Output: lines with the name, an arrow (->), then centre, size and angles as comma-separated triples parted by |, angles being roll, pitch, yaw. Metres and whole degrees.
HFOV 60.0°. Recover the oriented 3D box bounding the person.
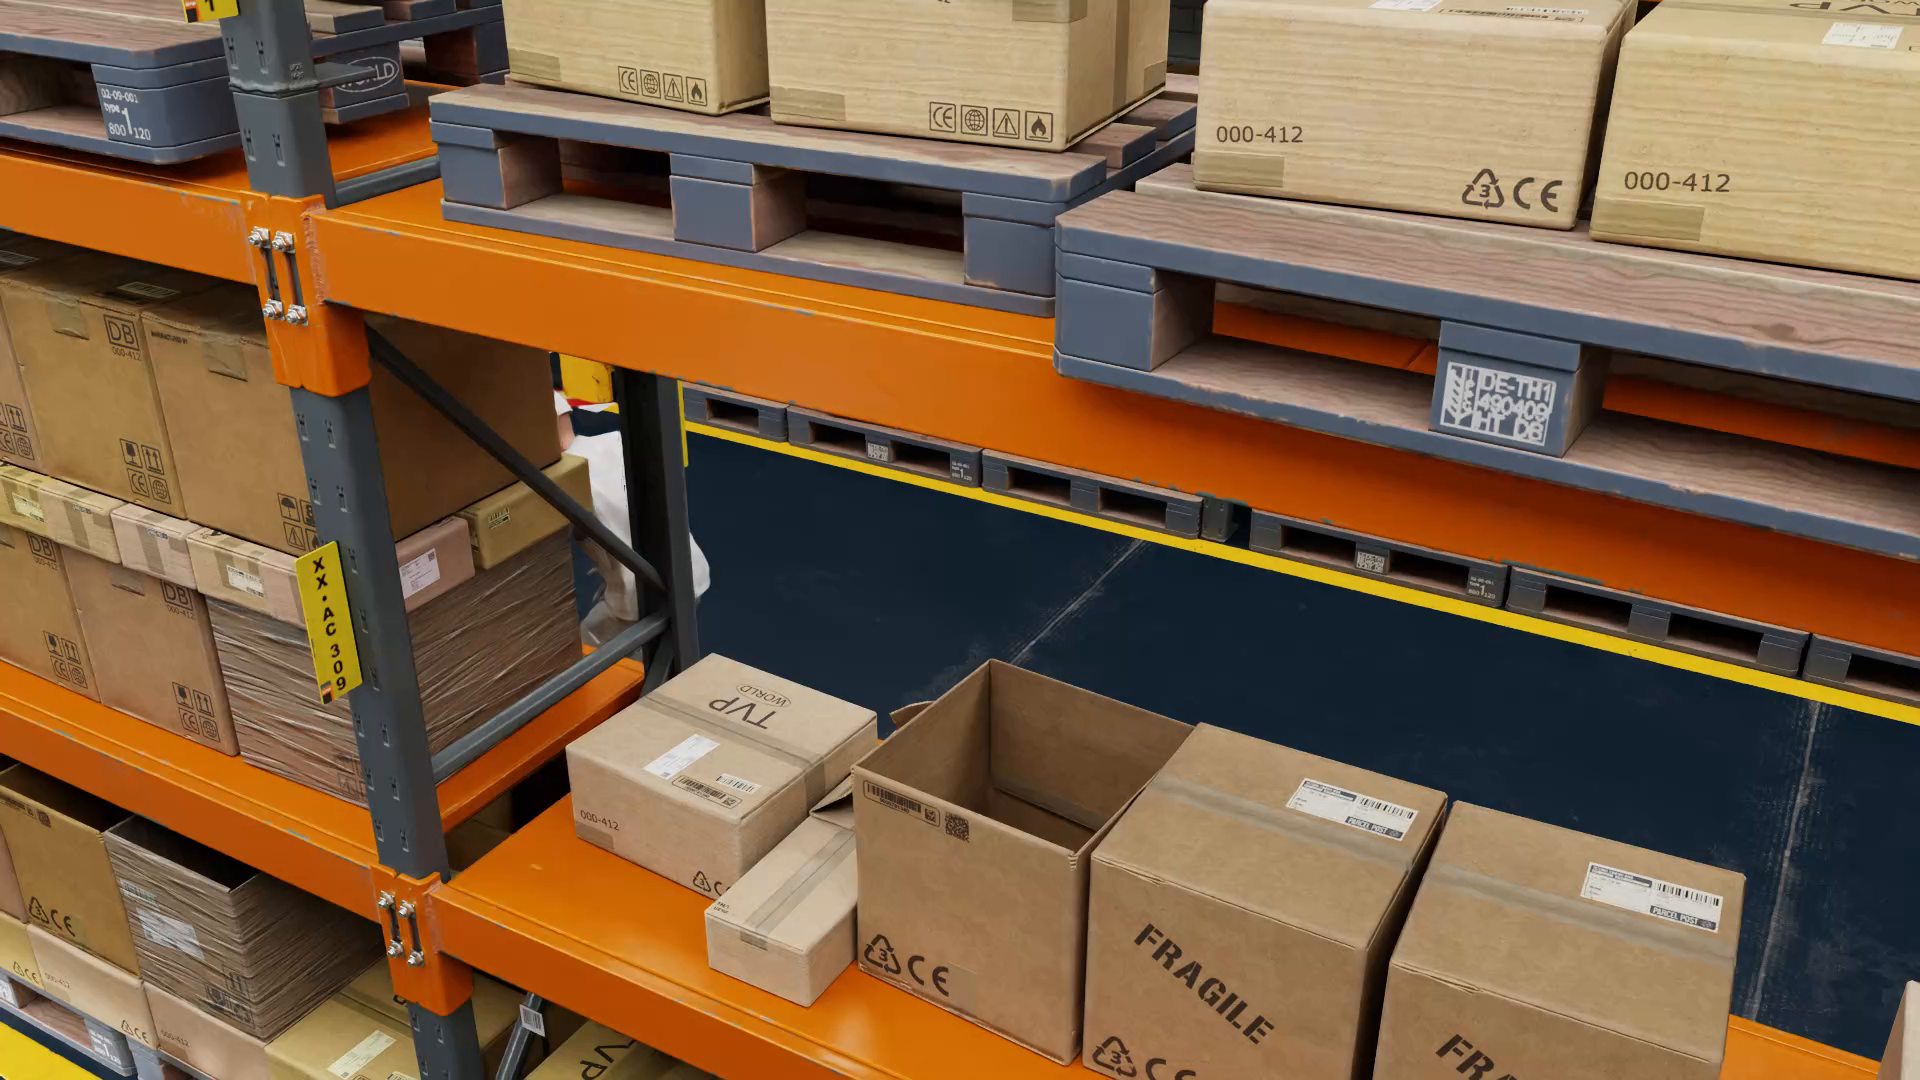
person -> -1.276, 0.193, 6.023 | 0.711, 1.500, 0.581 | 14, 30, 27
